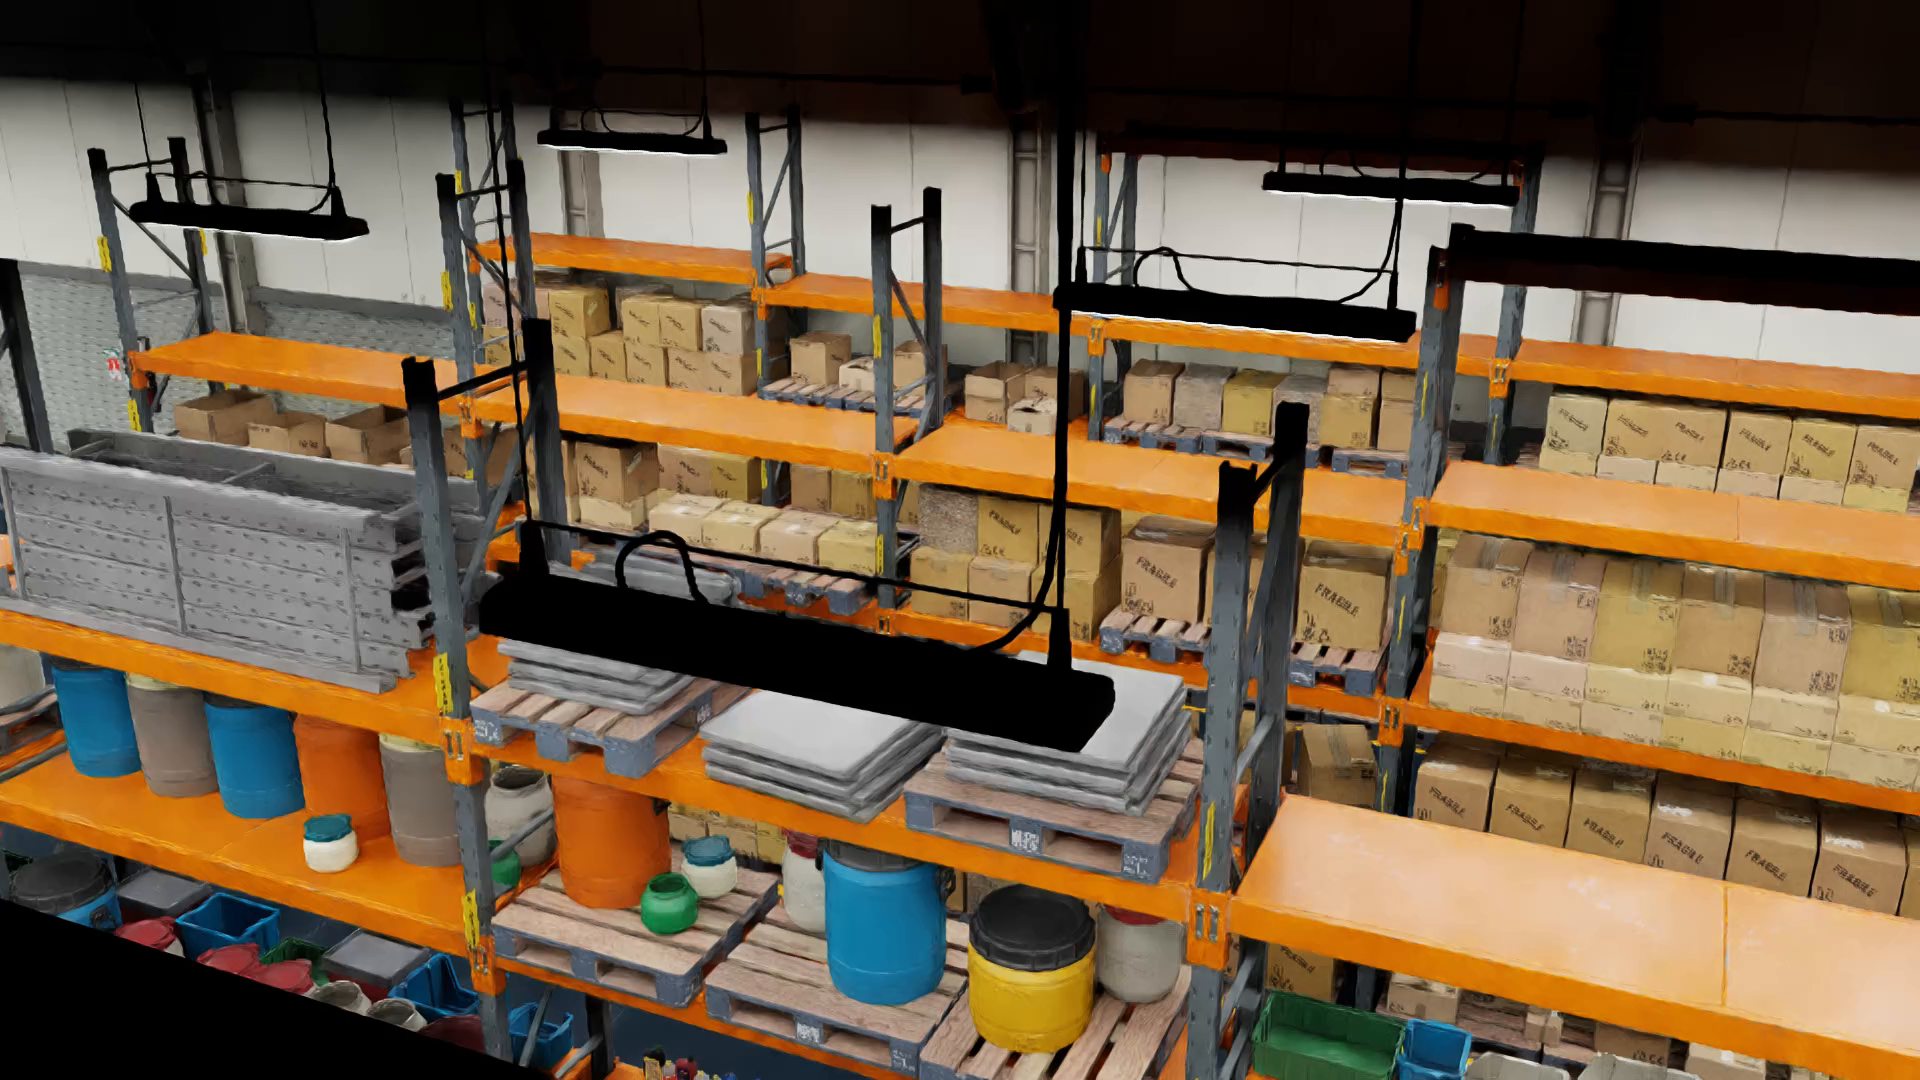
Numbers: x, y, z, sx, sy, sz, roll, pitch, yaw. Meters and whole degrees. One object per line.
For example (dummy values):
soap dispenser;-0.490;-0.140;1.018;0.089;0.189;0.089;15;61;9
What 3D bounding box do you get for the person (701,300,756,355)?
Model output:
person;-6.693;0.928;14.796;13.394;3.787;4.541;-14;25;-33
